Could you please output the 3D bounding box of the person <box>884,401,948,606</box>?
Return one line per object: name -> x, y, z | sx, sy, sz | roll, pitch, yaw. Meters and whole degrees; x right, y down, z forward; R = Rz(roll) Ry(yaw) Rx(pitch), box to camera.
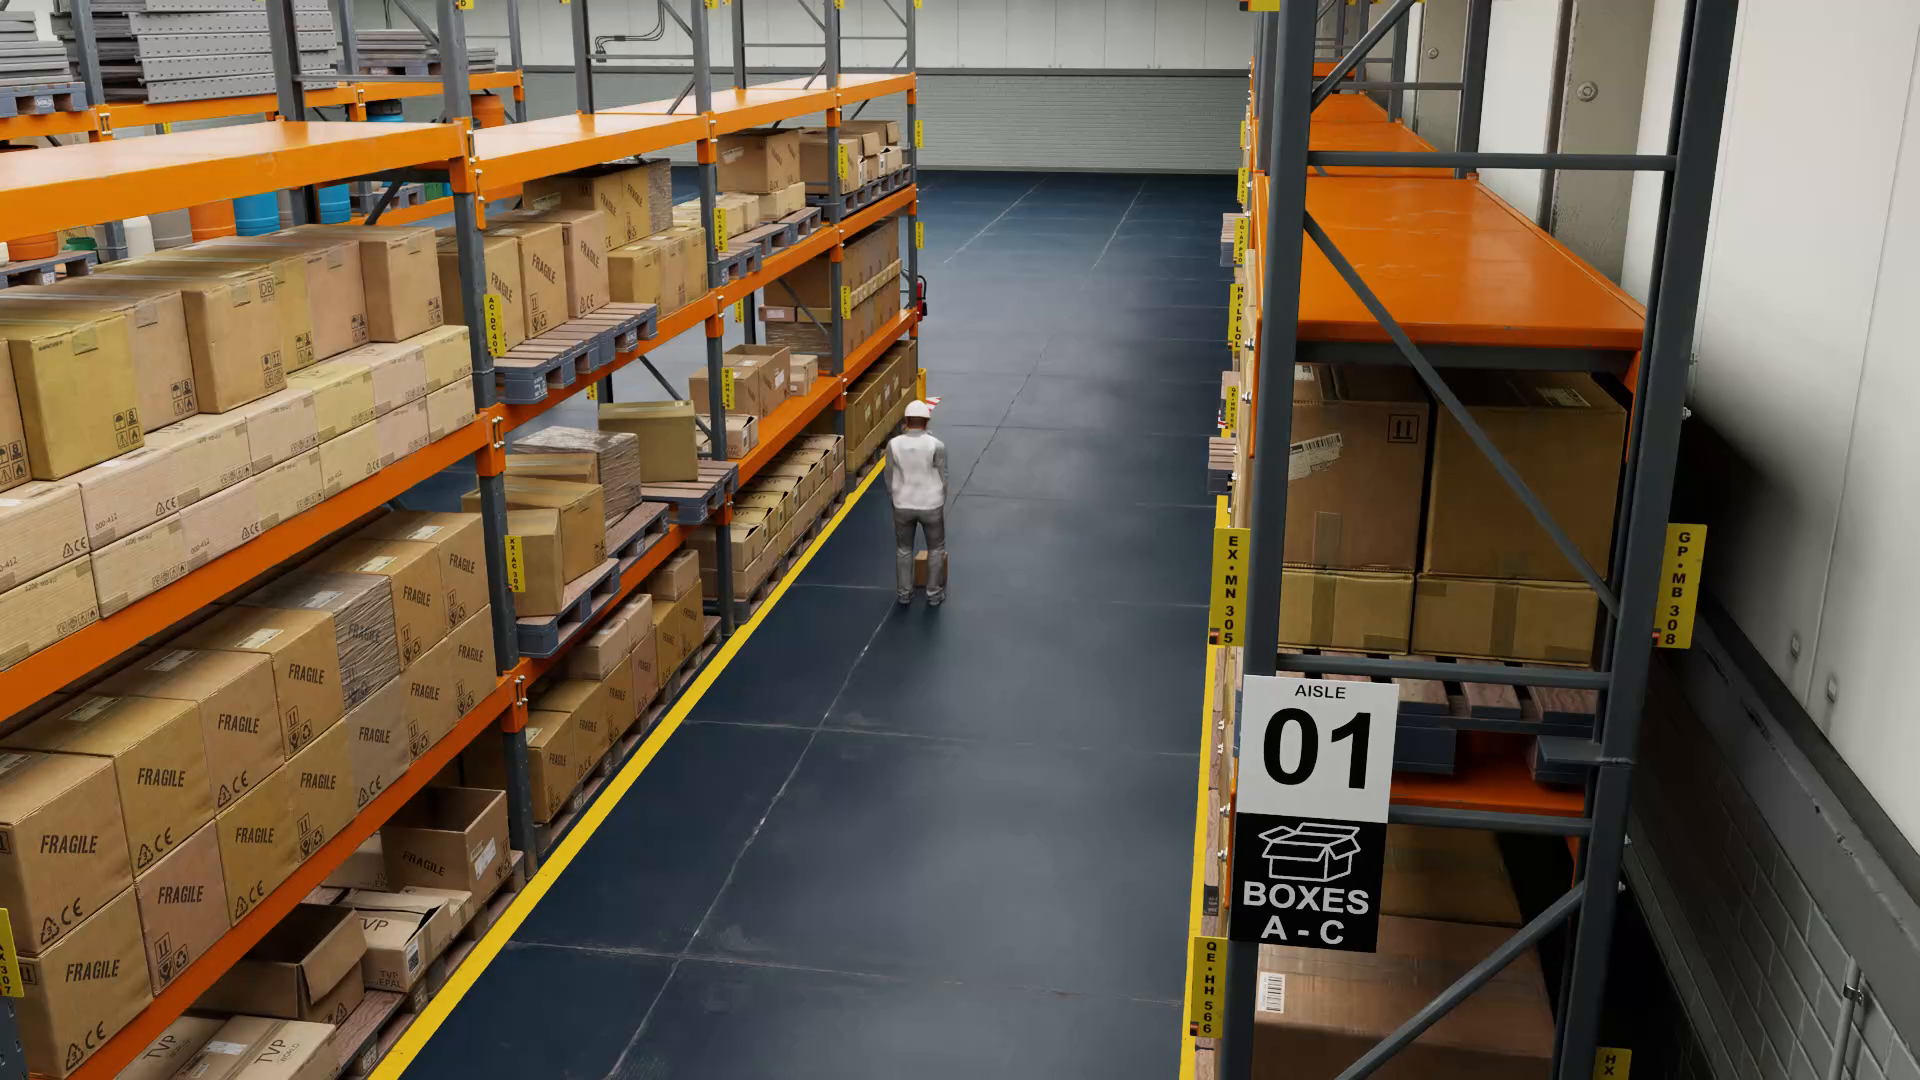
person -> -0.367, -0.308, 14.036 | 0.549, 1.743, 0.427 | 3, 18, 10
